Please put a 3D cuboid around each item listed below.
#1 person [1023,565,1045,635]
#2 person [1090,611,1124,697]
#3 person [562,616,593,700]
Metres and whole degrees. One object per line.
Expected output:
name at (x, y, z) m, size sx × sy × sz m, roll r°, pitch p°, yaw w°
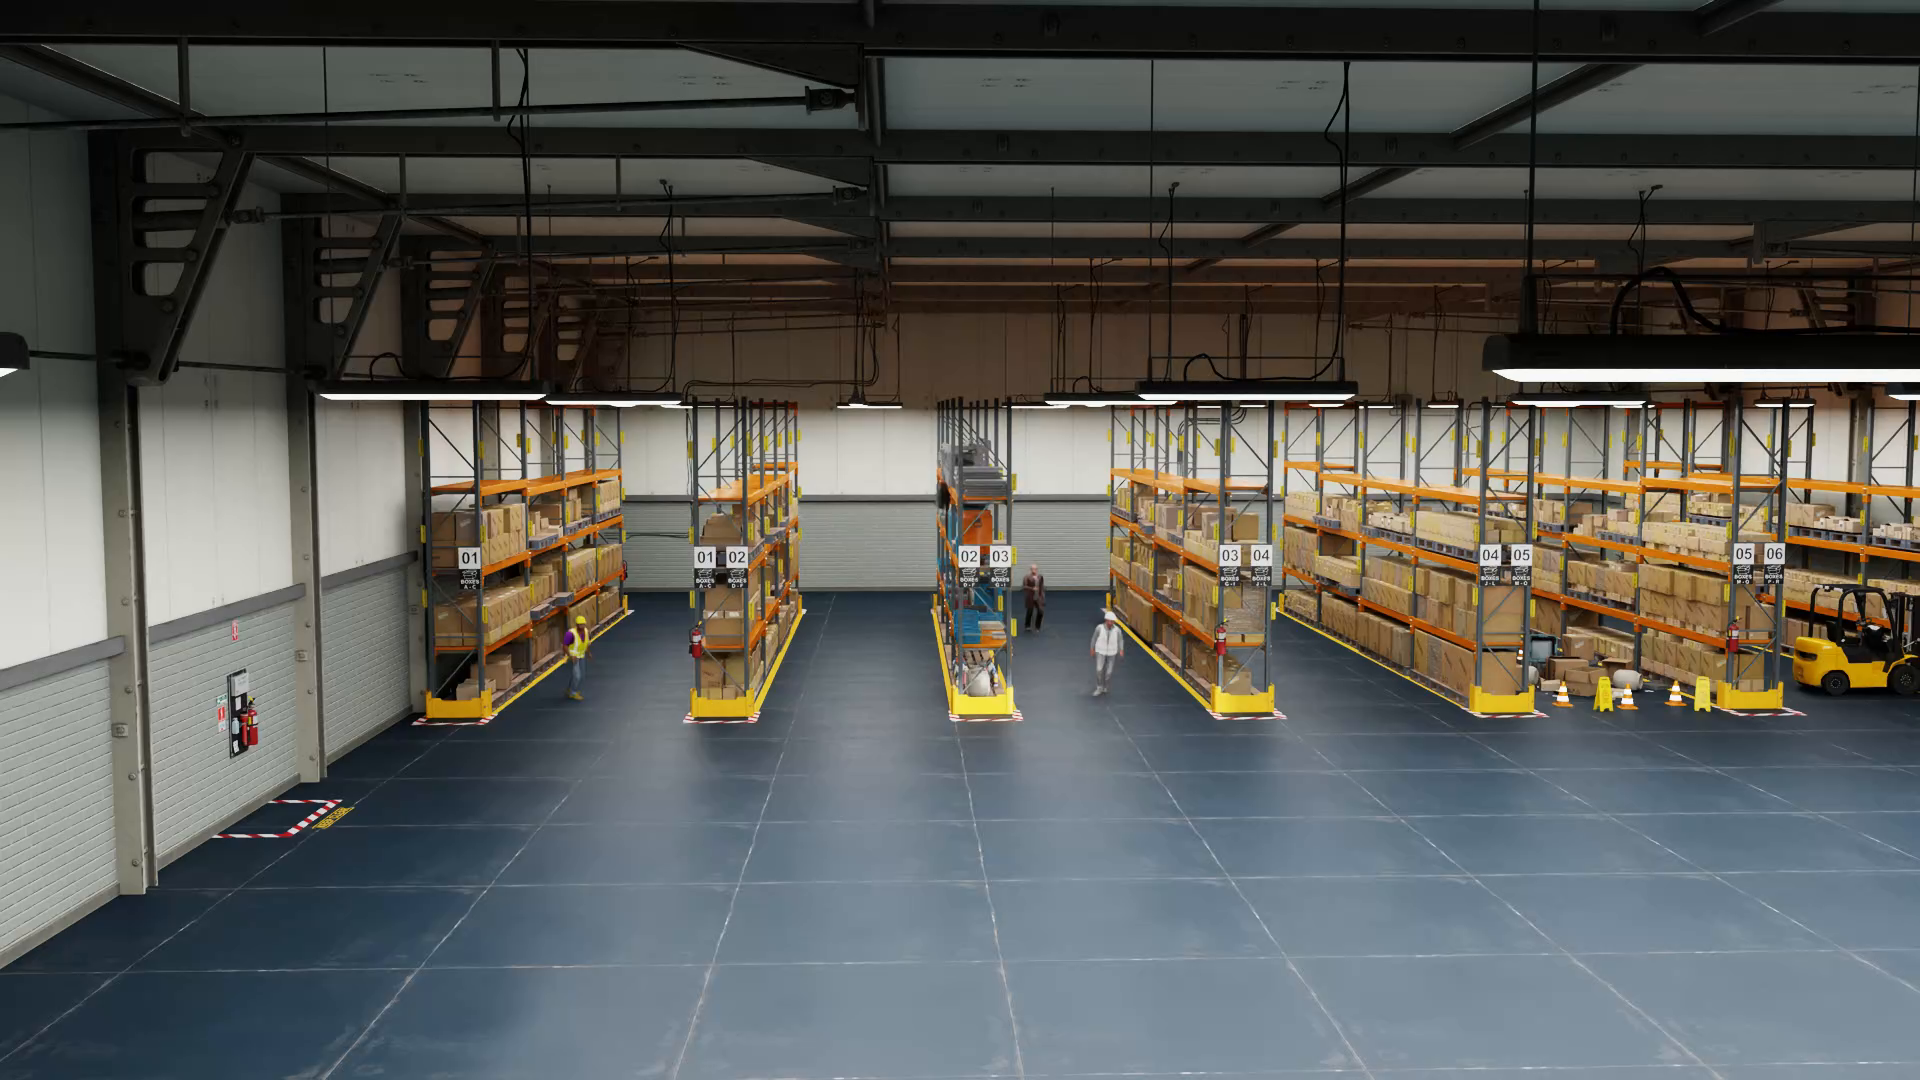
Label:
person at (1.902, 1.542, 42.747) m, size 0.679 × 1.835 × 0.908 m, roll -1°, pitch 5°, yaw -18°
person at (2.973, 2.279, 33.575) m, size 0.643 × 1.719 × 0.760 m, roll 0°, pitch 4°, yaw -5°
person at (-7.664, 2.335, 33.047) m, size 0.797 × 1.696 × 0.663 m, roll 3°, pitch 5°, yaw 32°
